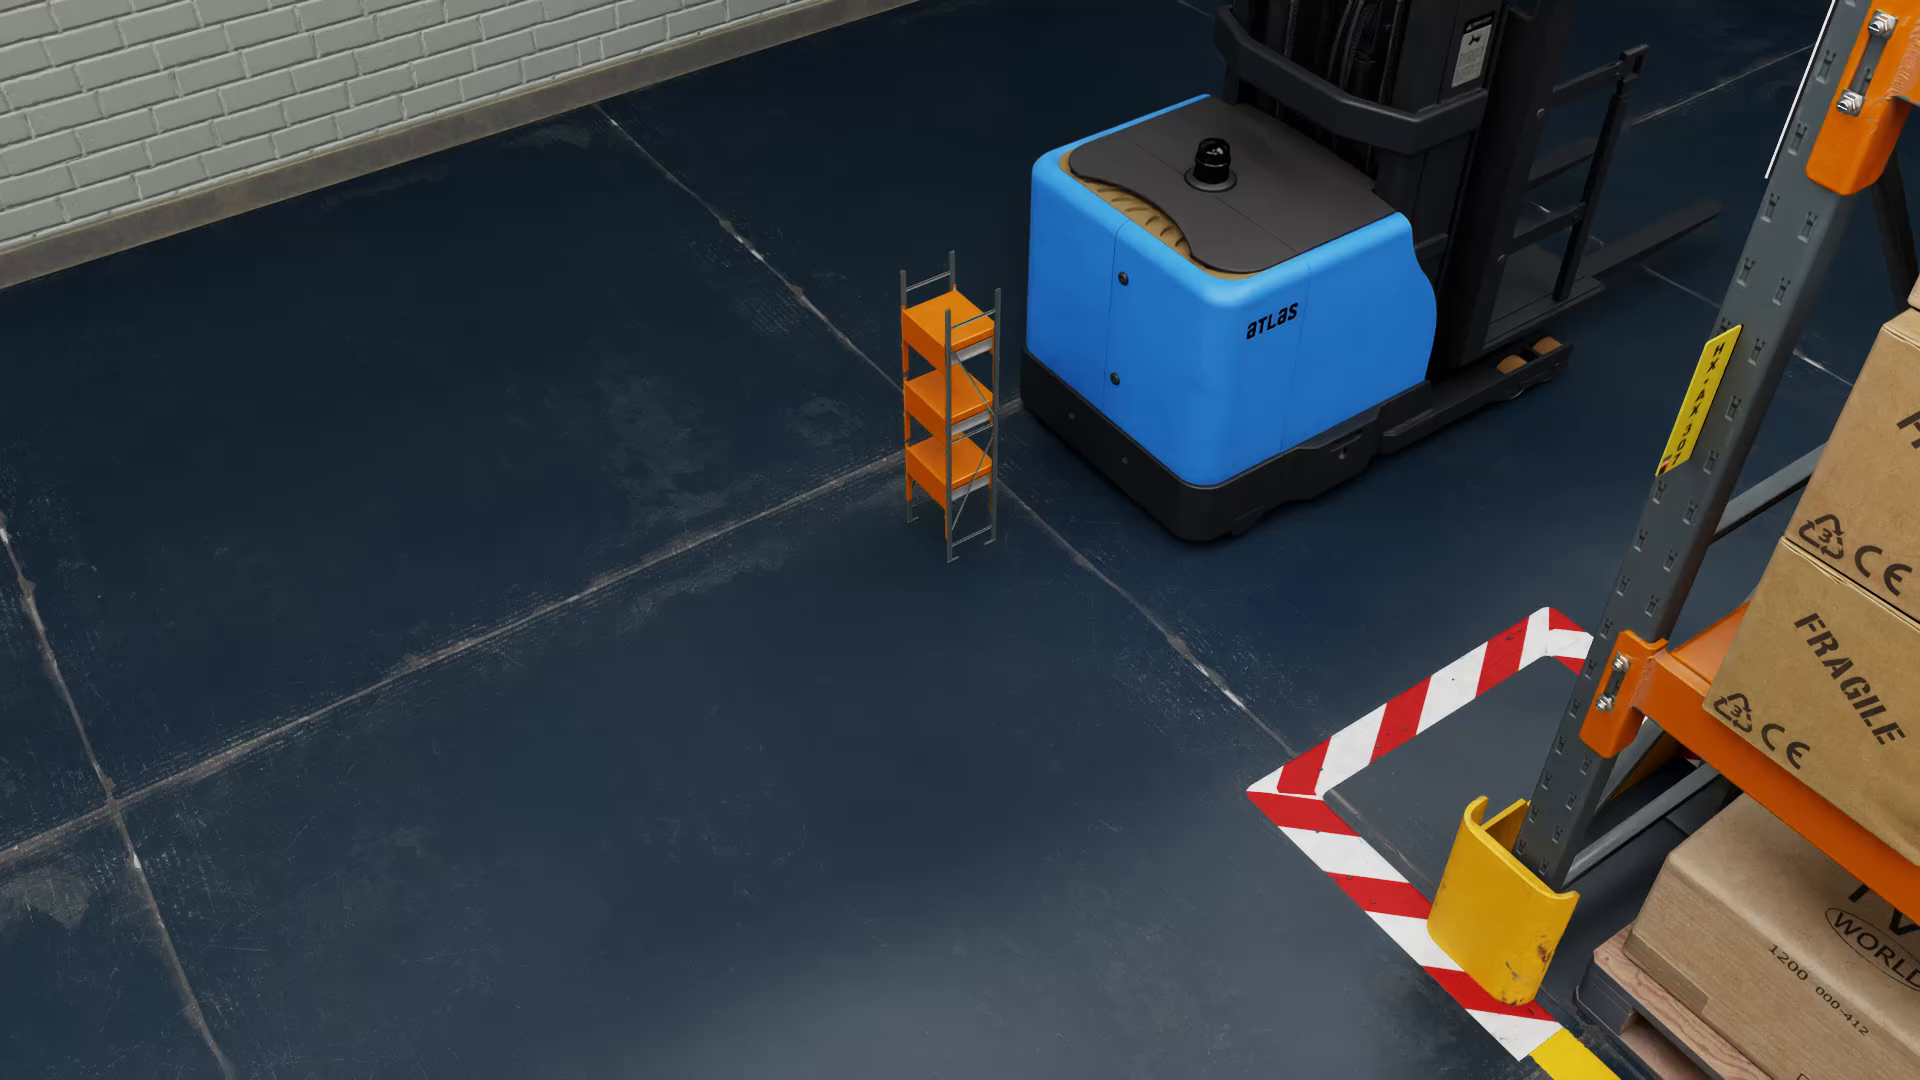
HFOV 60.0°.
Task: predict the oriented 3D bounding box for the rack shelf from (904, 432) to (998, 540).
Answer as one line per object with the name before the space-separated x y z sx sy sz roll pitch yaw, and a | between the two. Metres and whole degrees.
rack shelf | -0.031 -0.201 5.618 0.215 0.259 0.240 -26 49 -24

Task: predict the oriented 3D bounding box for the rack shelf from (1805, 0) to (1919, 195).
rack shelf | 3.007 0.173 1.745 1.077 0.370 4.000 -26 49 -24

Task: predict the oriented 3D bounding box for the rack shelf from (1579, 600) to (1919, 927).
rack shelf | 3.007 1.258 2.781 1.077 0.370 4.000 -26 49 -24

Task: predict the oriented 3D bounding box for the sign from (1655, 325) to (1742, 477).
sign | 1.404 -0.261 3.167 0.100 0.325 0.005 -26 49 -24

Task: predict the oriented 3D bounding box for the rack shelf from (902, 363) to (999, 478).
rack shelf | -0.031 -0.402 5.427 0.215 0.259 0.240 -26 49 -24

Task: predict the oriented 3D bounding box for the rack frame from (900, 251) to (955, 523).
rack frame | -0.100 -0.479 5.492 0.200 1.050 0.008 -26 49 -24

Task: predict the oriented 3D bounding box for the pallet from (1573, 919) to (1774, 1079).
pallet | 2.384 1.296 4.240 1.003 0.211 1.213 -26 49 -24

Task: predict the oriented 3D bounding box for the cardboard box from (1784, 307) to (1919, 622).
cardboard box | 1.904 -0.148 2.937 0.500 0.500 0.500 -27 50 -25

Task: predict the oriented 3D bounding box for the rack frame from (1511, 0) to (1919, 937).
rack frame | 1.863 -0.135 3.719 1.000 3.000 0.127 -26 49 -24

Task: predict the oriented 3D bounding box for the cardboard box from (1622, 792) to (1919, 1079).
cardboard box | 2.322 0.974 4.109 0.875 0.438 0.875 -27 50 -26

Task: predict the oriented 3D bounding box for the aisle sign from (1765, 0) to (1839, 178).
aisle sign | 1.584 -1.002 2.744 0.394 0.787 0.004 -26 49 -24

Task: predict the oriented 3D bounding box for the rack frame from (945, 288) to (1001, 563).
rack frame | 0.039 -0.341 5.347 0.200 1.050 0.008 -26 49 -24

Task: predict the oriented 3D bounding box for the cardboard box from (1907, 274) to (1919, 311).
cardboard box | 1.839 -0.457 2.790 0.380 0.149 0.250 -25 49 -24

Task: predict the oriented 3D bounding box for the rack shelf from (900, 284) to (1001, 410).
rack shelf | -0.031 -0.608 5.231 0.215 0.259 0.240 -26 49 -24

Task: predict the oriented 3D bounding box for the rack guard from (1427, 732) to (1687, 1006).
rack guard | 1.849 0.755 4.597 1.175 0.500 0.348 -26 49 -24

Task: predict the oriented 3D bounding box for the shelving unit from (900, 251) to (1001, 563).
shelving unit | -0.031 -0.410 5.419 0.215 1.050 0.252 -26 49 -24

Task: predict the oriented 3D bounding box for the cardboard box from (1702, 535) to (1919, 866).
cardboard box | 1.902 0.214 3.281 0.500 0.500 0.500 -26 49 -25

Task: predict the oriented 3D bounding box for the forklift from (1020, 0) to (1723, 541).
forklift | 1.725 -1.869 5.585 3.031 2.935 1.130 -26 49 -24
